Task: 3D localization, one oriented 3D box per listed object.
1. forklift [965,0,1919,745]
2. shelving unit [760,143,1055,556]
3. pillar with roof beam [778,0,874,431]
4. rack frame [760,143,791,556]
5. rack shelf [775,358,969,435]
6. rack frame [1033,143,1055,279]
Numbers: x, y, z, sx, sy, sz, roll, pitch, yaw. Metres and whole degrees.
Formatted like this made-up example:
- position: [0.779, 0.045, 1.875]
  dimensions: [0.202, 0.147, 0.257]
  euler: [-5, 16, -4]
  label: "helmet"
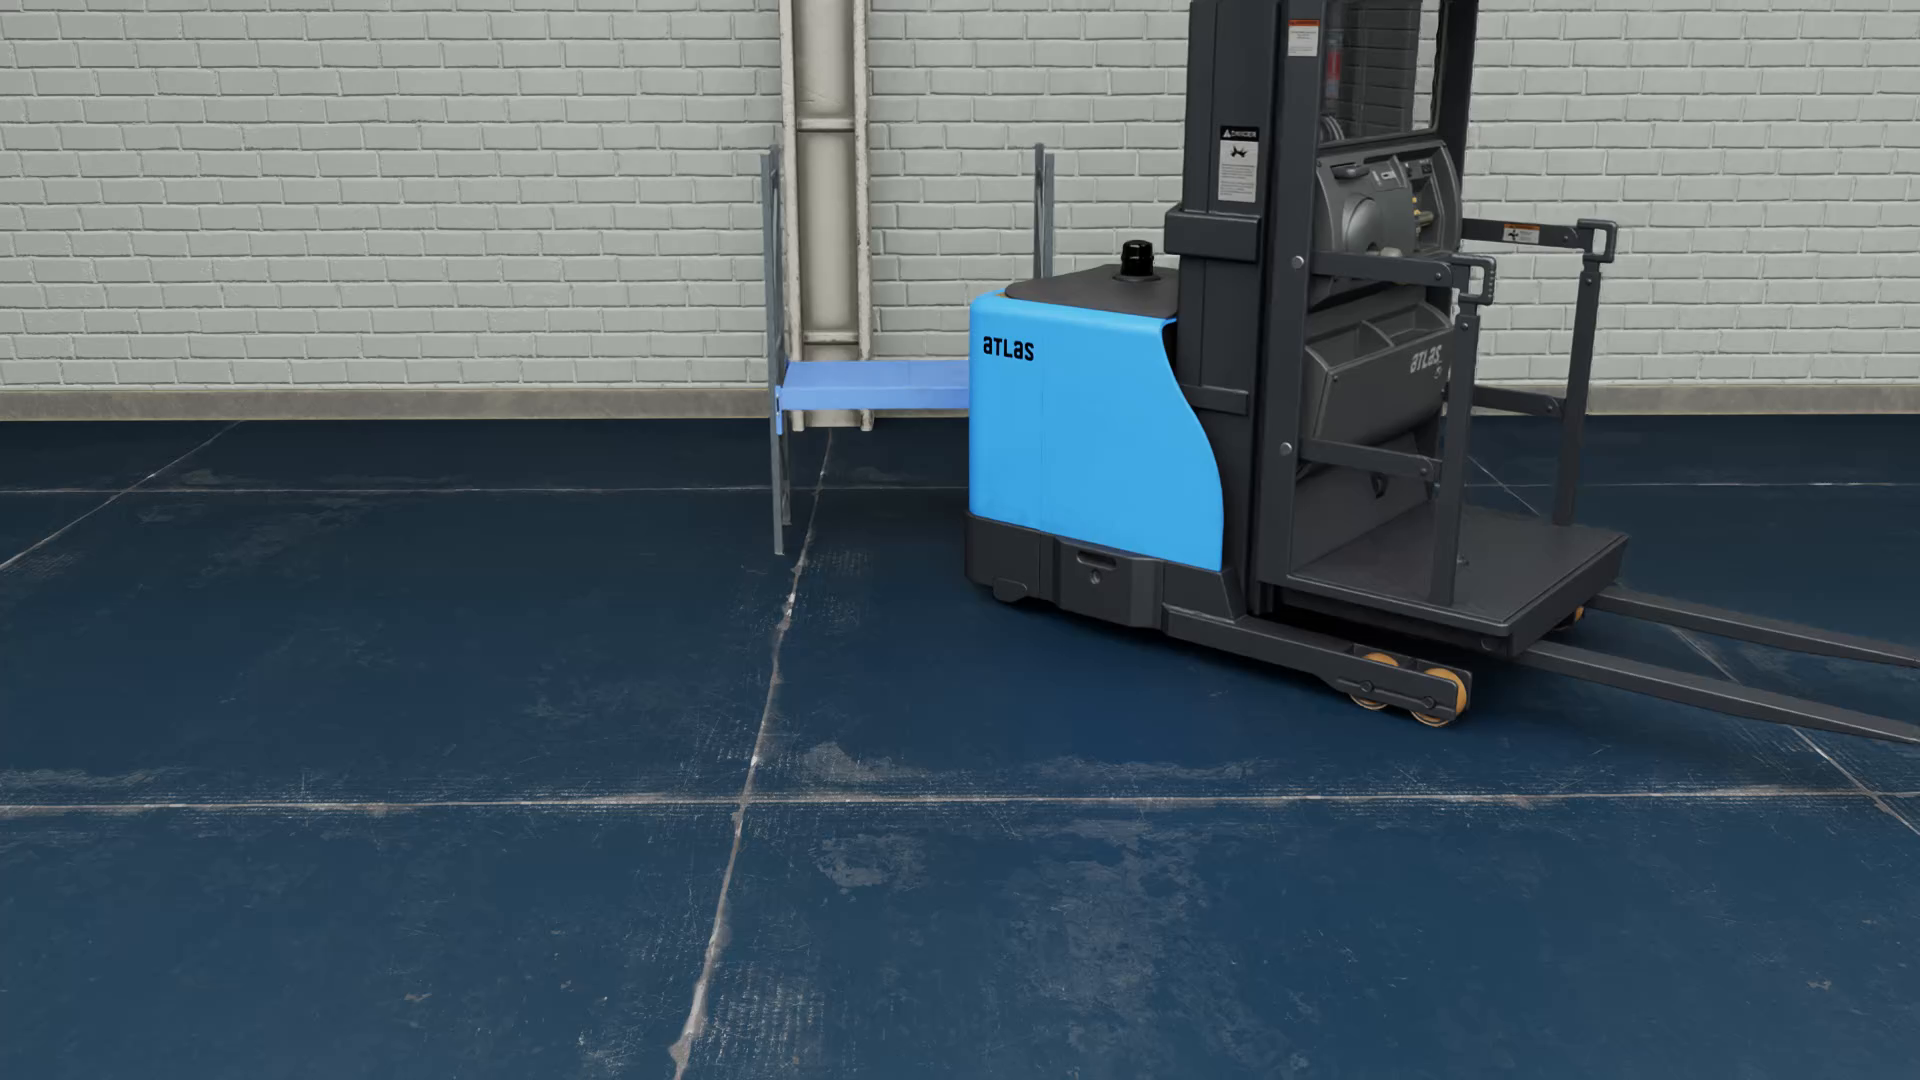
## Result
- position: [1.484, -1.035, 4.975]
  dimensions: [3.031, 2.935, 1.130]
  euler: [14, 22, 36]
  label: "forklift"
- position: [-0.194, -0.737, 6.388]
  dimensions: [1.048, 1.500, 0.538]
  euler: [-1, 18, -2]
  label: "shelving unit"
- position: [-0.568, -3.557, 2.904]
  dimensions: [0.400, 9.000, 9.100]
  euler: [0, 18, -1]
  label: "pillar with roof beam"
- position: [-0.702, -0.731, 6.371]
  dimensions: [0.032, 1.500, 0.500]
  euler: [-1, 18, -2]
  label: "rack frame"
- position: [-0.194, -0.565, 6.443]
  dimensions: [1.000, 0.185, 0.538]
  euler: [-1, 18, -2]
  label: "rack shelf"
- position: [0.314, -0.742, 6.406]
  dimensions: [0.032, 1.500, 0.500]
  euler: [-1, 18, -2]
  label: "rack frame"
